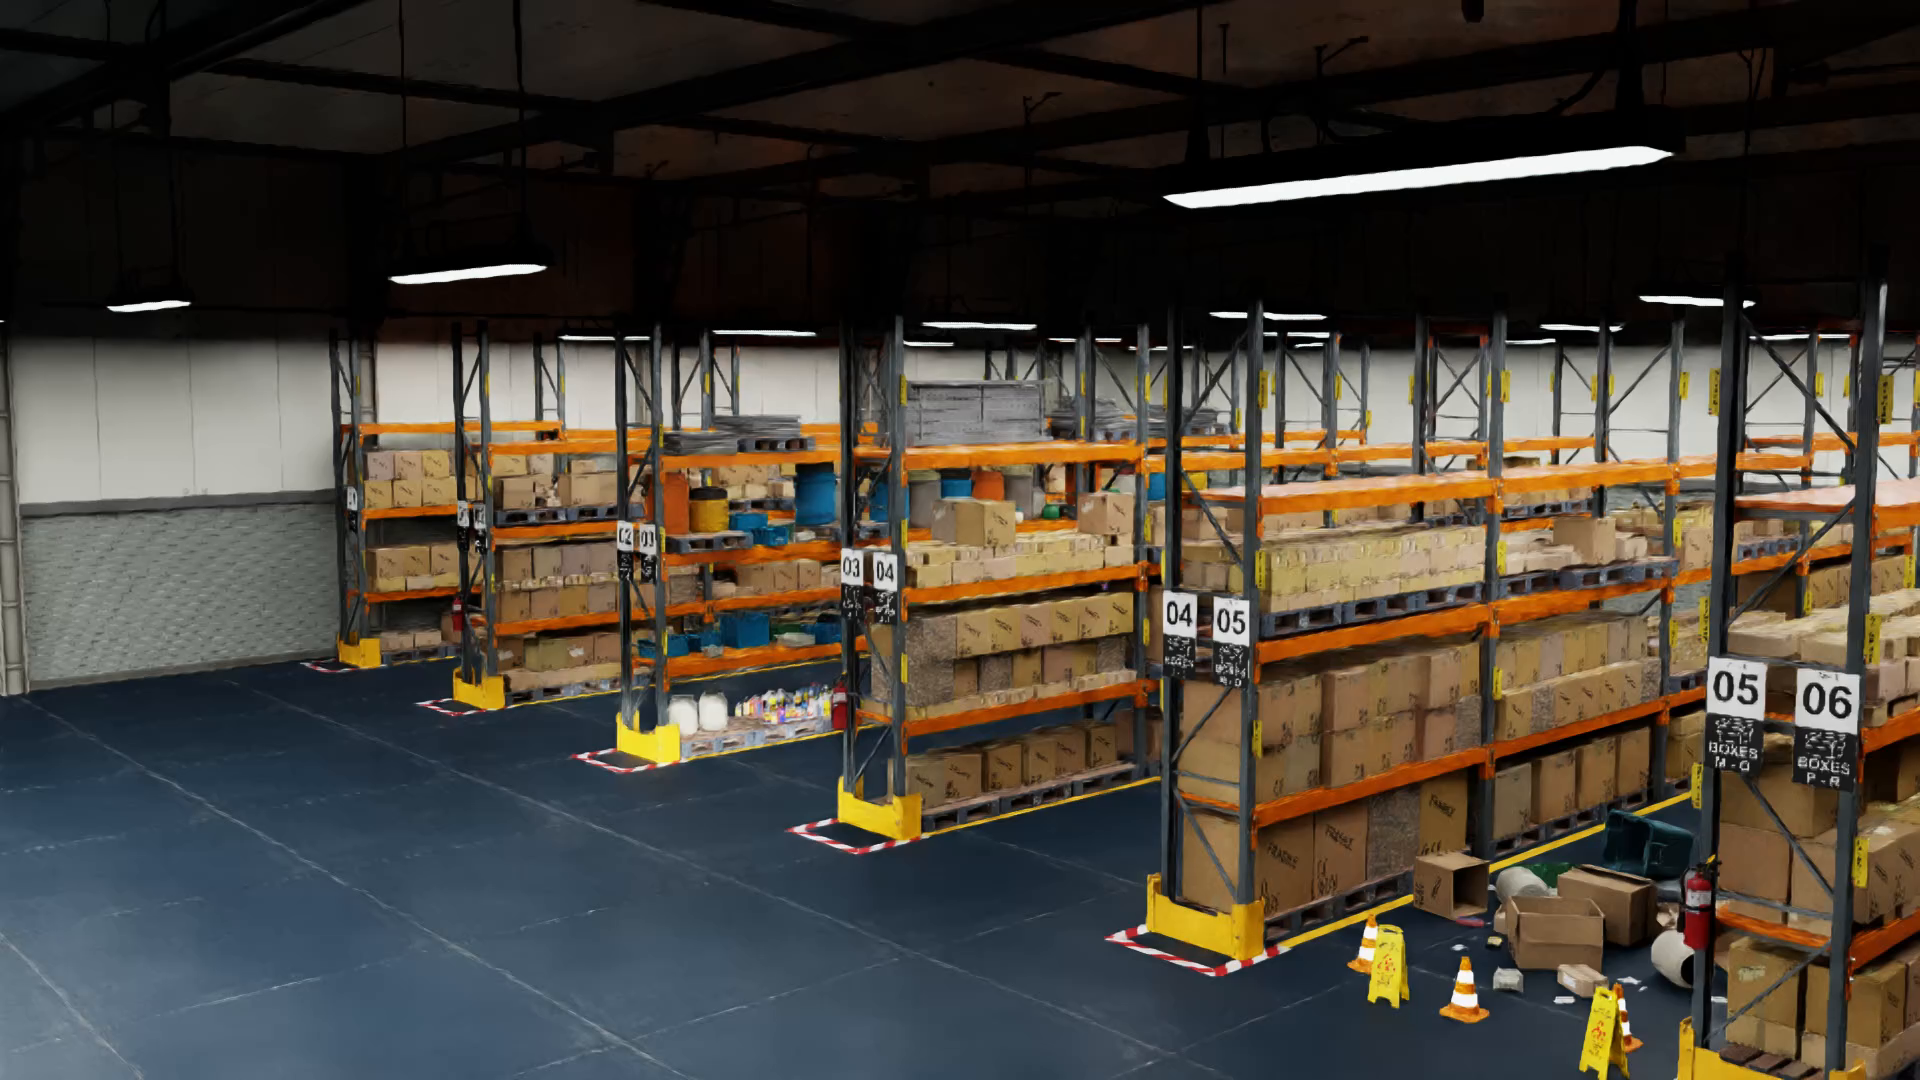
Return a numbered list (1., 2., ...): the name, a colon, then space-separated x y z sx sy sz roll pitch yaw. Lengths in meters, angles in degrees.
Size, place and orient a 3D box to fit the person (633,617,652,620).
1. person: -5.739 1.345 30.299 1.119 1.644 0.543 -5 8 -44
